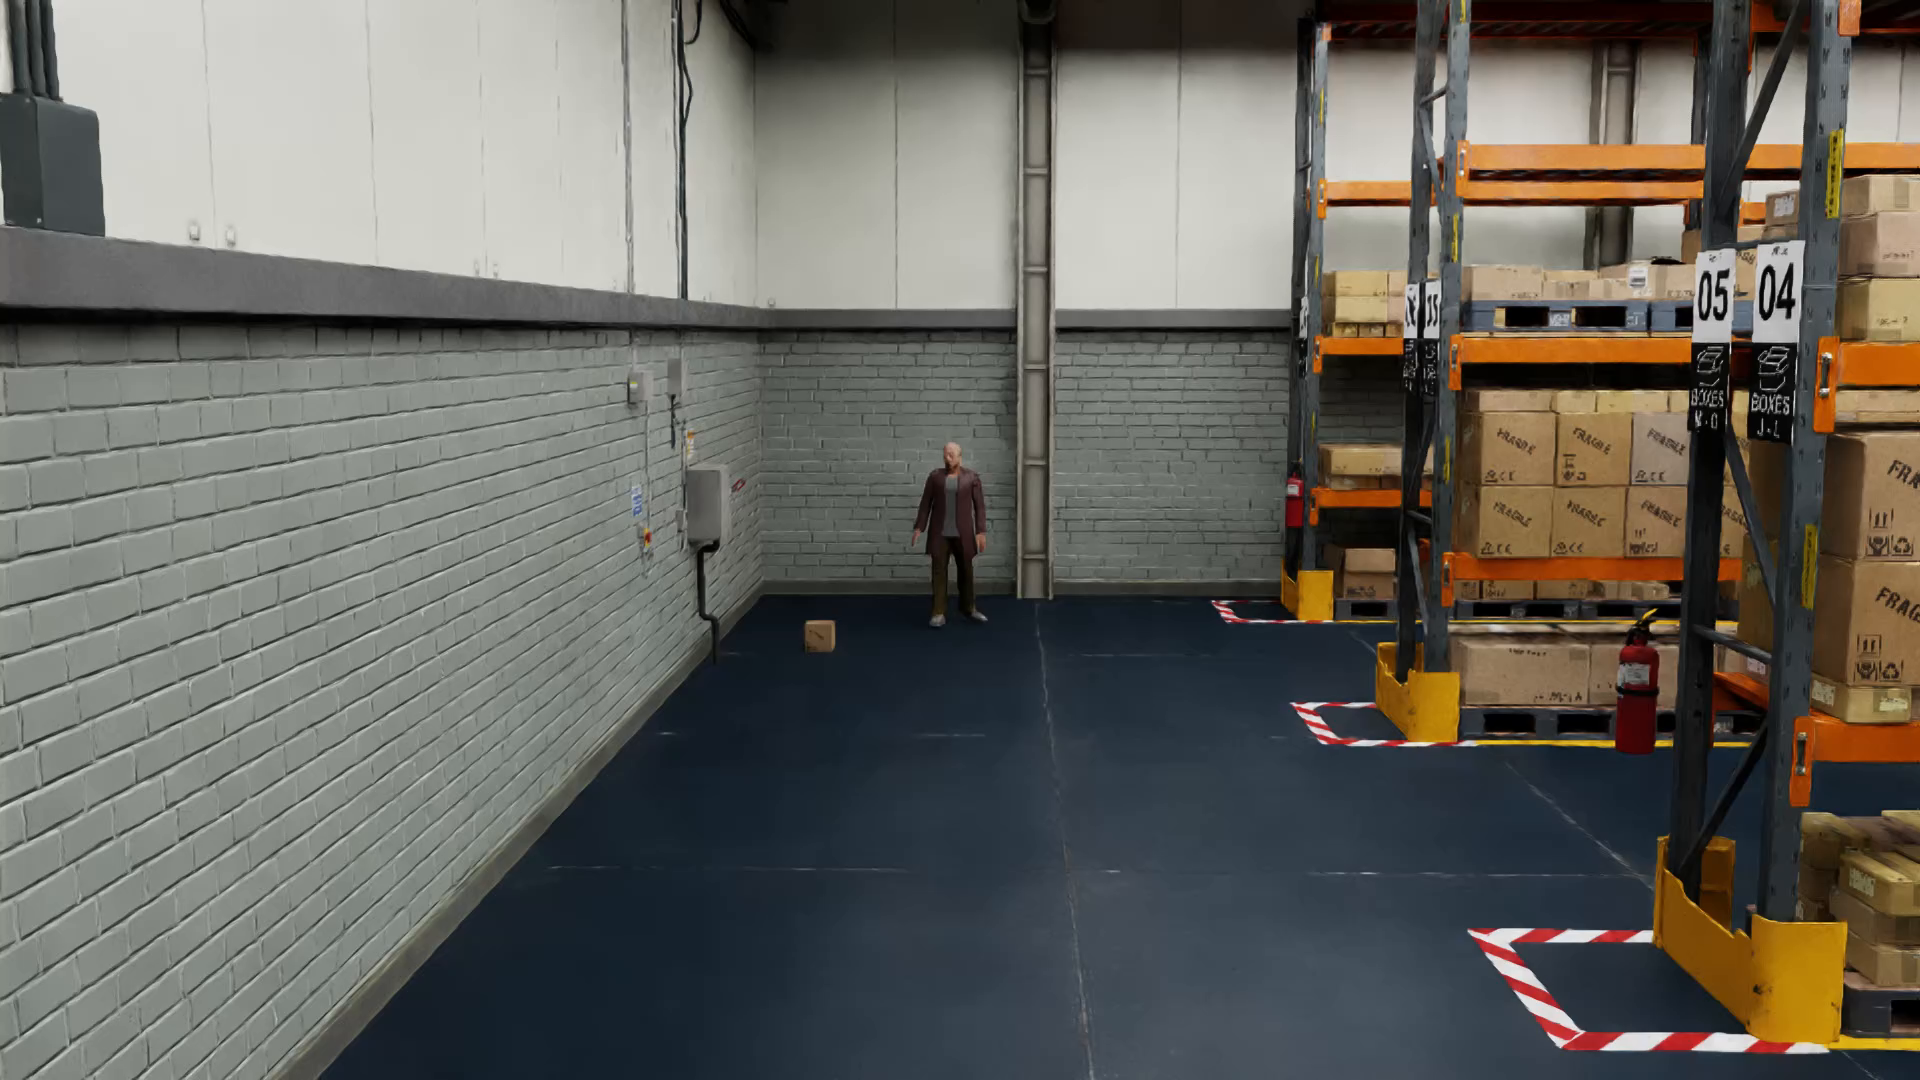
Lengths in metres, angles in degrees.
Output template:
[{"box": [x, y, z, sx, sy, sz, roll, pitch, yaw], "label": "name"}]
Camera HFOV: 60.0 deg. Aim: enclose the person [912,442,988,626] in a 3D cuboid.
[{"box": [-0.102, -0.059, 16.160, 0.738, 1.776, 0.643, 0, 7, 3], "label": "person"}]
